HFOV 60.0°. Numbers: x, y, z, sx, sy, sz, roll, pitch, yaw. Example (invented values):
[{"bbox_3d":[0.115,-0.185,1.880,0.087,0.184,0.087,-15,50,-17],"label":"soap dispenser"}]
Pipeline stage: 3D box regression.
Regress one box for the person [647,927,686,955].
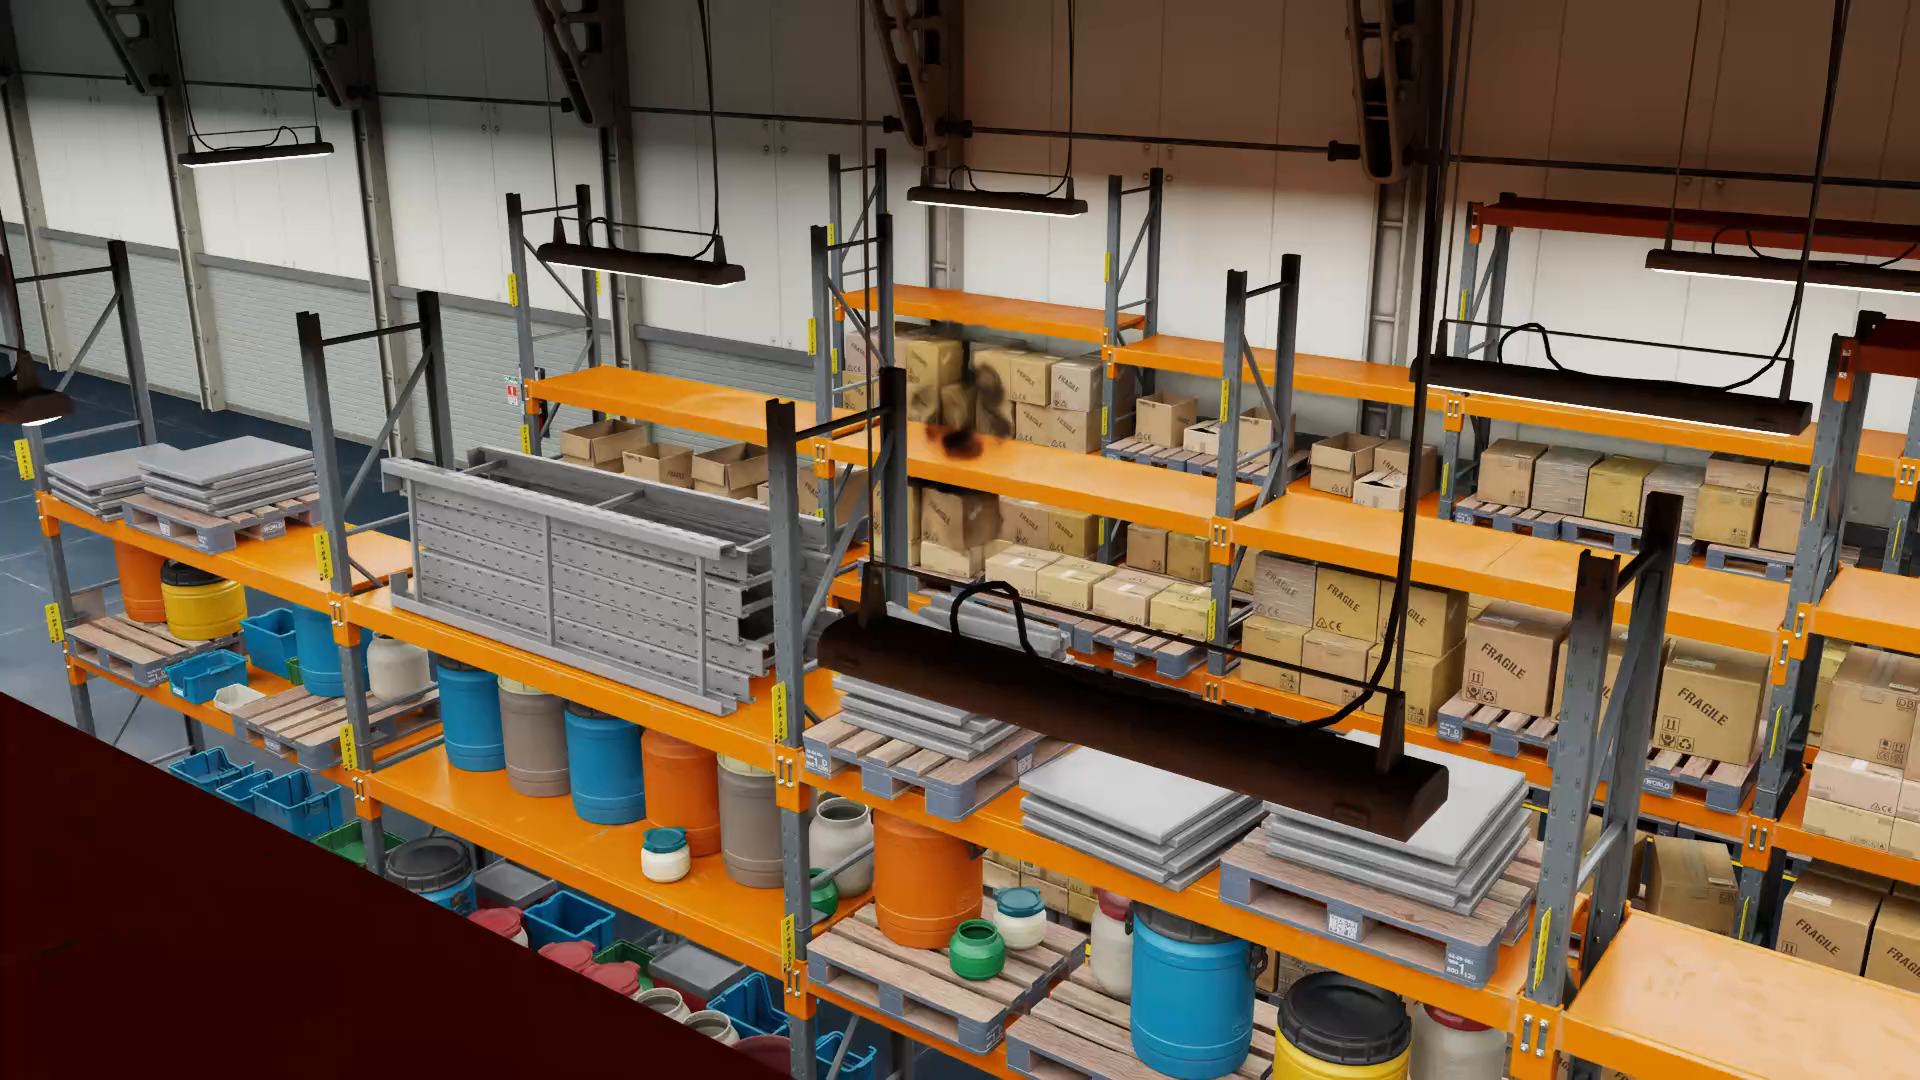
[{"bbox_3d":[-2.374,2.806,13.887,0.880,1.797,0.686,10,21,27],"label":"person"}]
